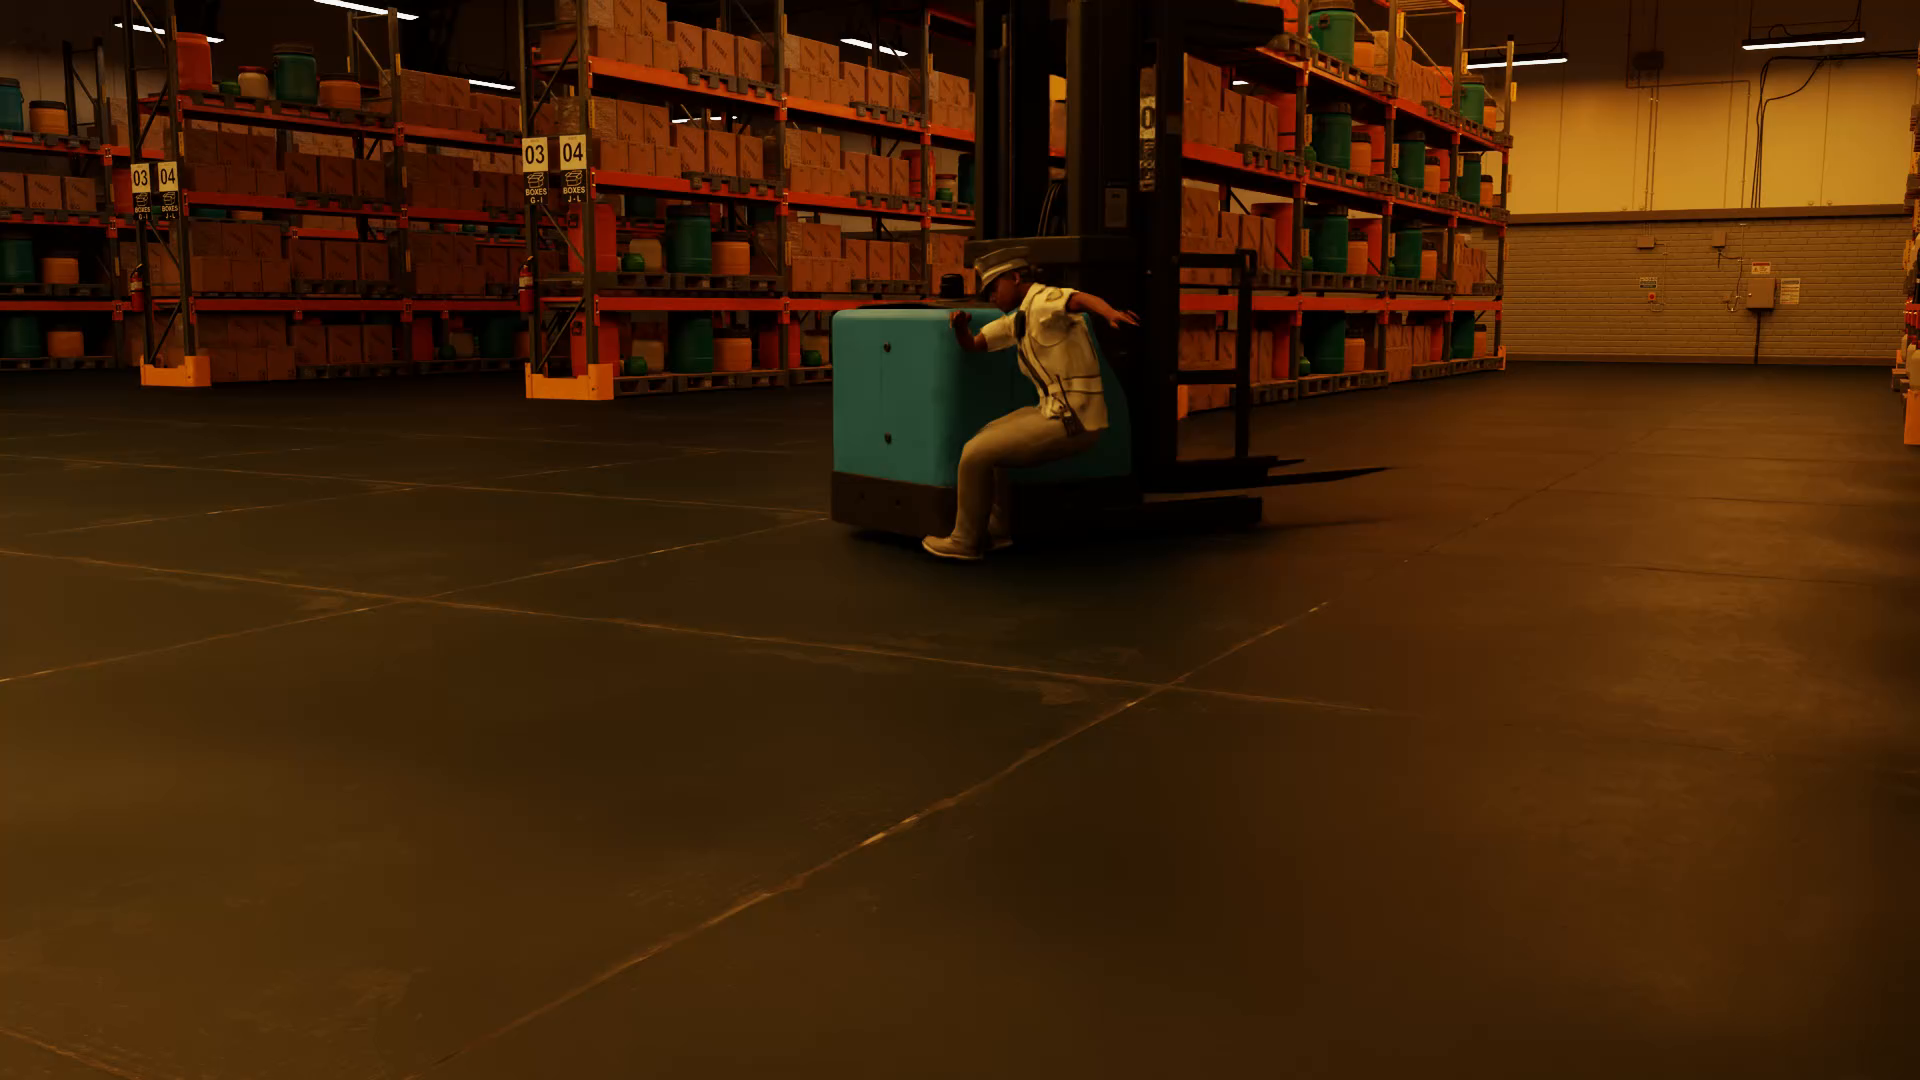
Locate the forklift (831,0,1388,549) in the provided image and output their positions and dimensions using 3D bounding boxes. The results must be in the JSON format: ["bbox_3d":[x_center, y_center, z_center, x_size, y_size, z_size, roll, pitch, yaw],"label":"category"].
[{"bbox_3d":[0.883,-1.542,8.263,3.031,2.935,1.130,-5,10,-34],"label":"forklift"}]

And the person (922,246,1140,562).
[{"bbox_3d":[0.248,-0.514,6.802,0.803,1.366,1.224,0,8,-2],"label":"person"}]
